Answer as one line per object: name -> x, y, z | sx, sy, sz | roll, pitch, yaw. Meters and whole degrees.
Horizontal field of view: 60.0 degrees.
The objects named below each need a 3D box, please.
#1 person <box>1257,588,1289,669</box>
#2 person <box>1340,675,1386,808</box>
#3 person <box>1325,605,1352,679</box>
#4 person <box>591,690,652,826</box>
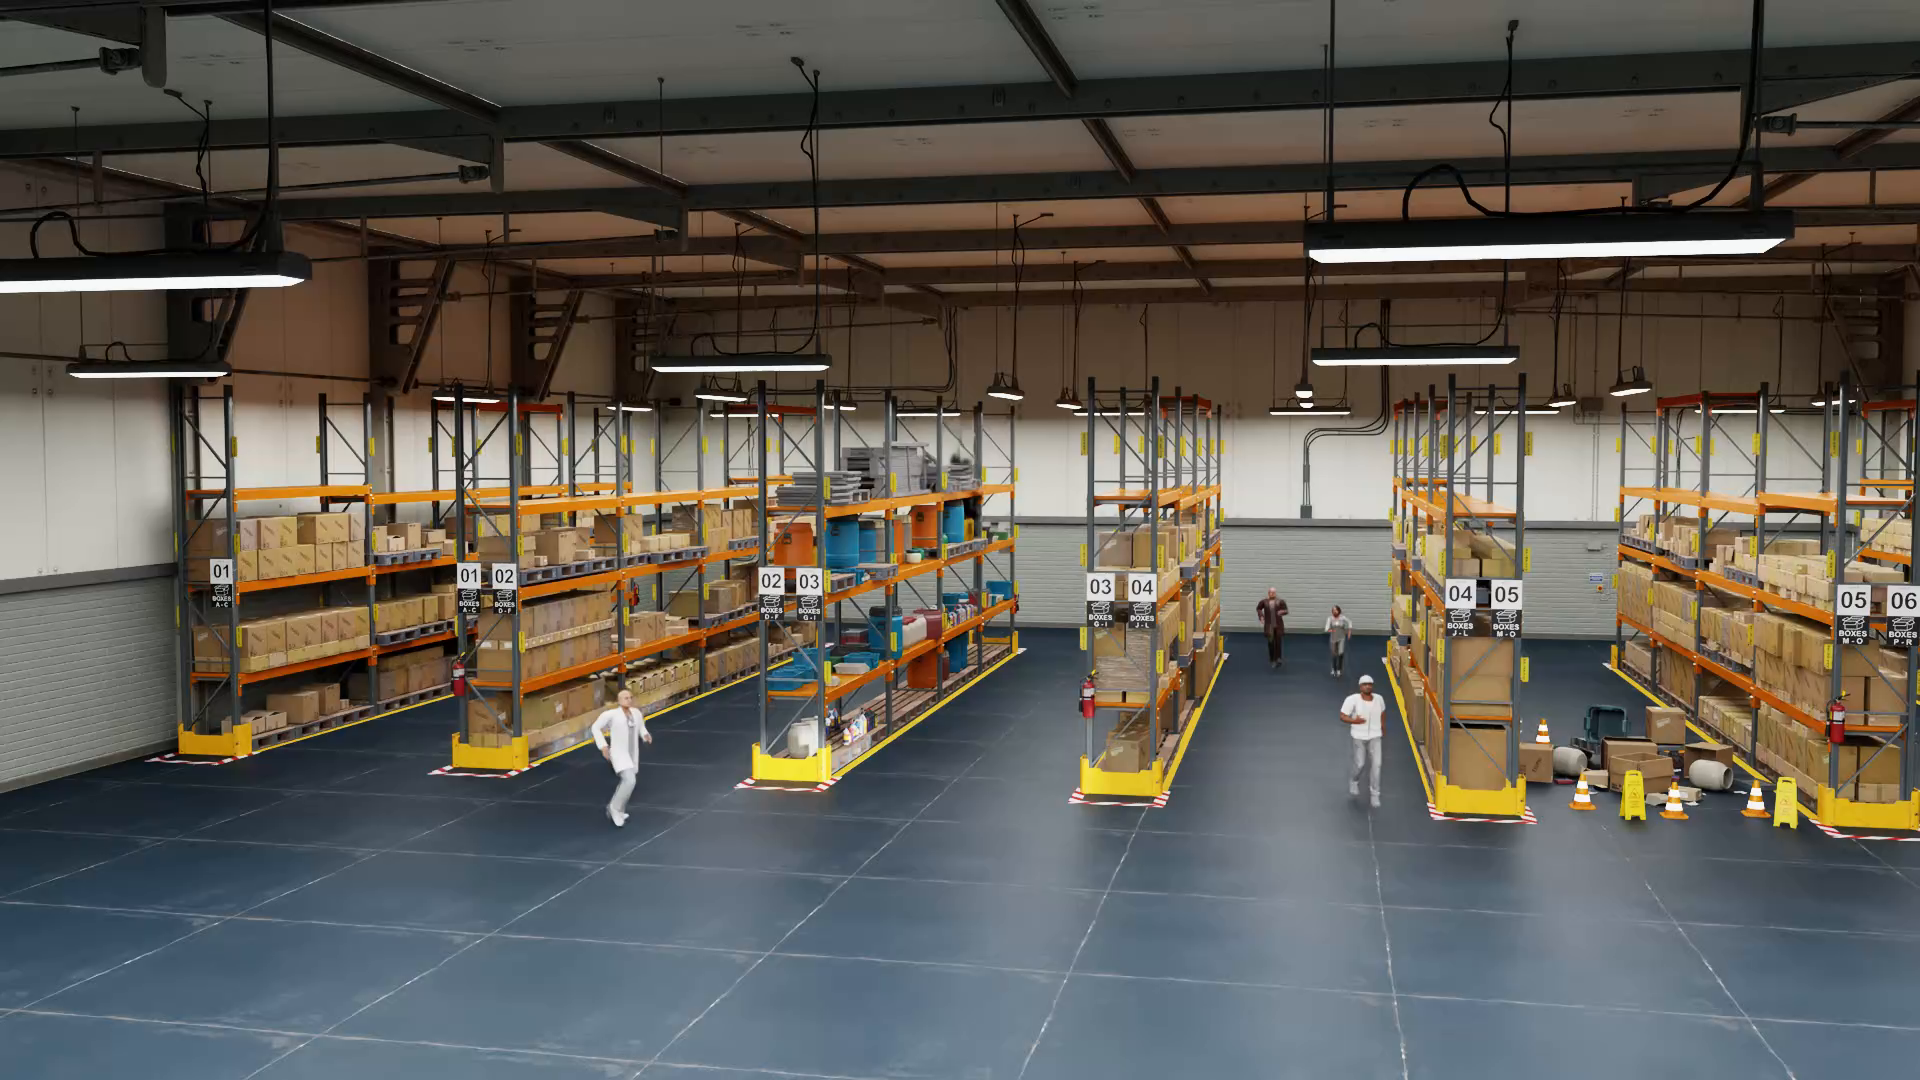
person -> 7.130, 2.054, 37.913 | 0.706, 1.766, 0.837 | 0, 3, 7
person -> 5.703, 2.801, 23.432 | 0.694, 1.806, 0.842 | 0, 3, -1
person -> 8.154, 2.192, 35.859 | 0.551, 1.585, 0.809 | 1, 3, 18
person -> -4.441, 2.891, 22.109 | 0.765, 1.791, 0.701 | 2, 4, 37
